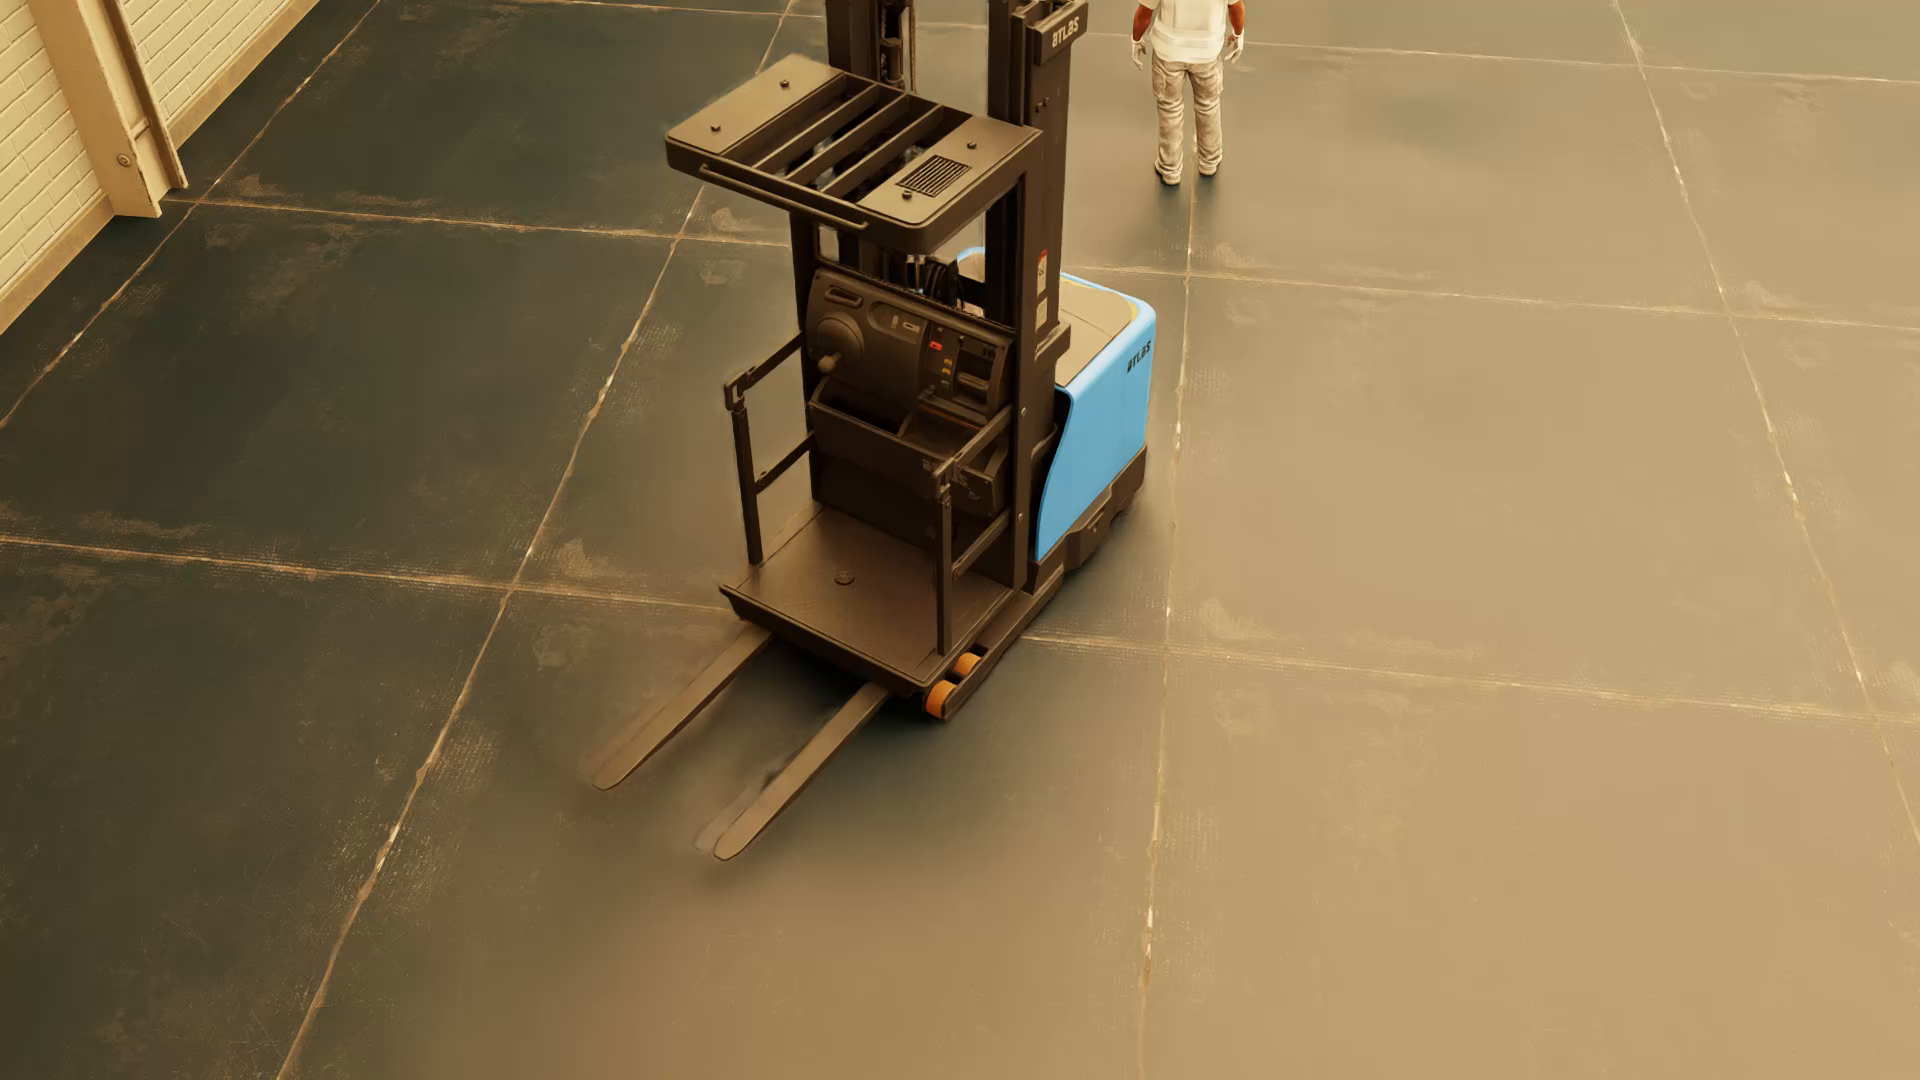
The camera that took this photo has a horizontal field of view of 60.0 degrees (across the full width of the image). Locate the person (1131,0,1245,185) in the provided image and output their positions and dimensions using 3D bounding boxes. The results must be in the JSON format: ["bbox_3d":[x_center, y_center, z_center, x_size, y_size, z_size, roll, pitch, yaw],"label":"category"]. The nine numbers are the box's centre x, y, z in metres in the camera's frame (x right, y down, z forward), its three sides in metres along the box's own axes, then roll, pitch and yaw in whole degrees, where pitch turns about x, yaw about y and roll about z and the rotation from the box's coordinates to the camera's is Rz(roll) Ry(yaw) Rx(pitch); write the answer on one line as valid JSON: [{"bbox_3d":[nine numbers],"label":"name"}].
[{"bbox_3d":[1.329,-2.932,9.754,0.657,1.784,0.576,1,43,1],"label":"person"}]

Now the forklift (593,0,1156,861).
[{"bbox_3d":[-0.333,-0.688,6.473,1.130,2.935,3.031,24,48,24],"label":"forklift"}]
